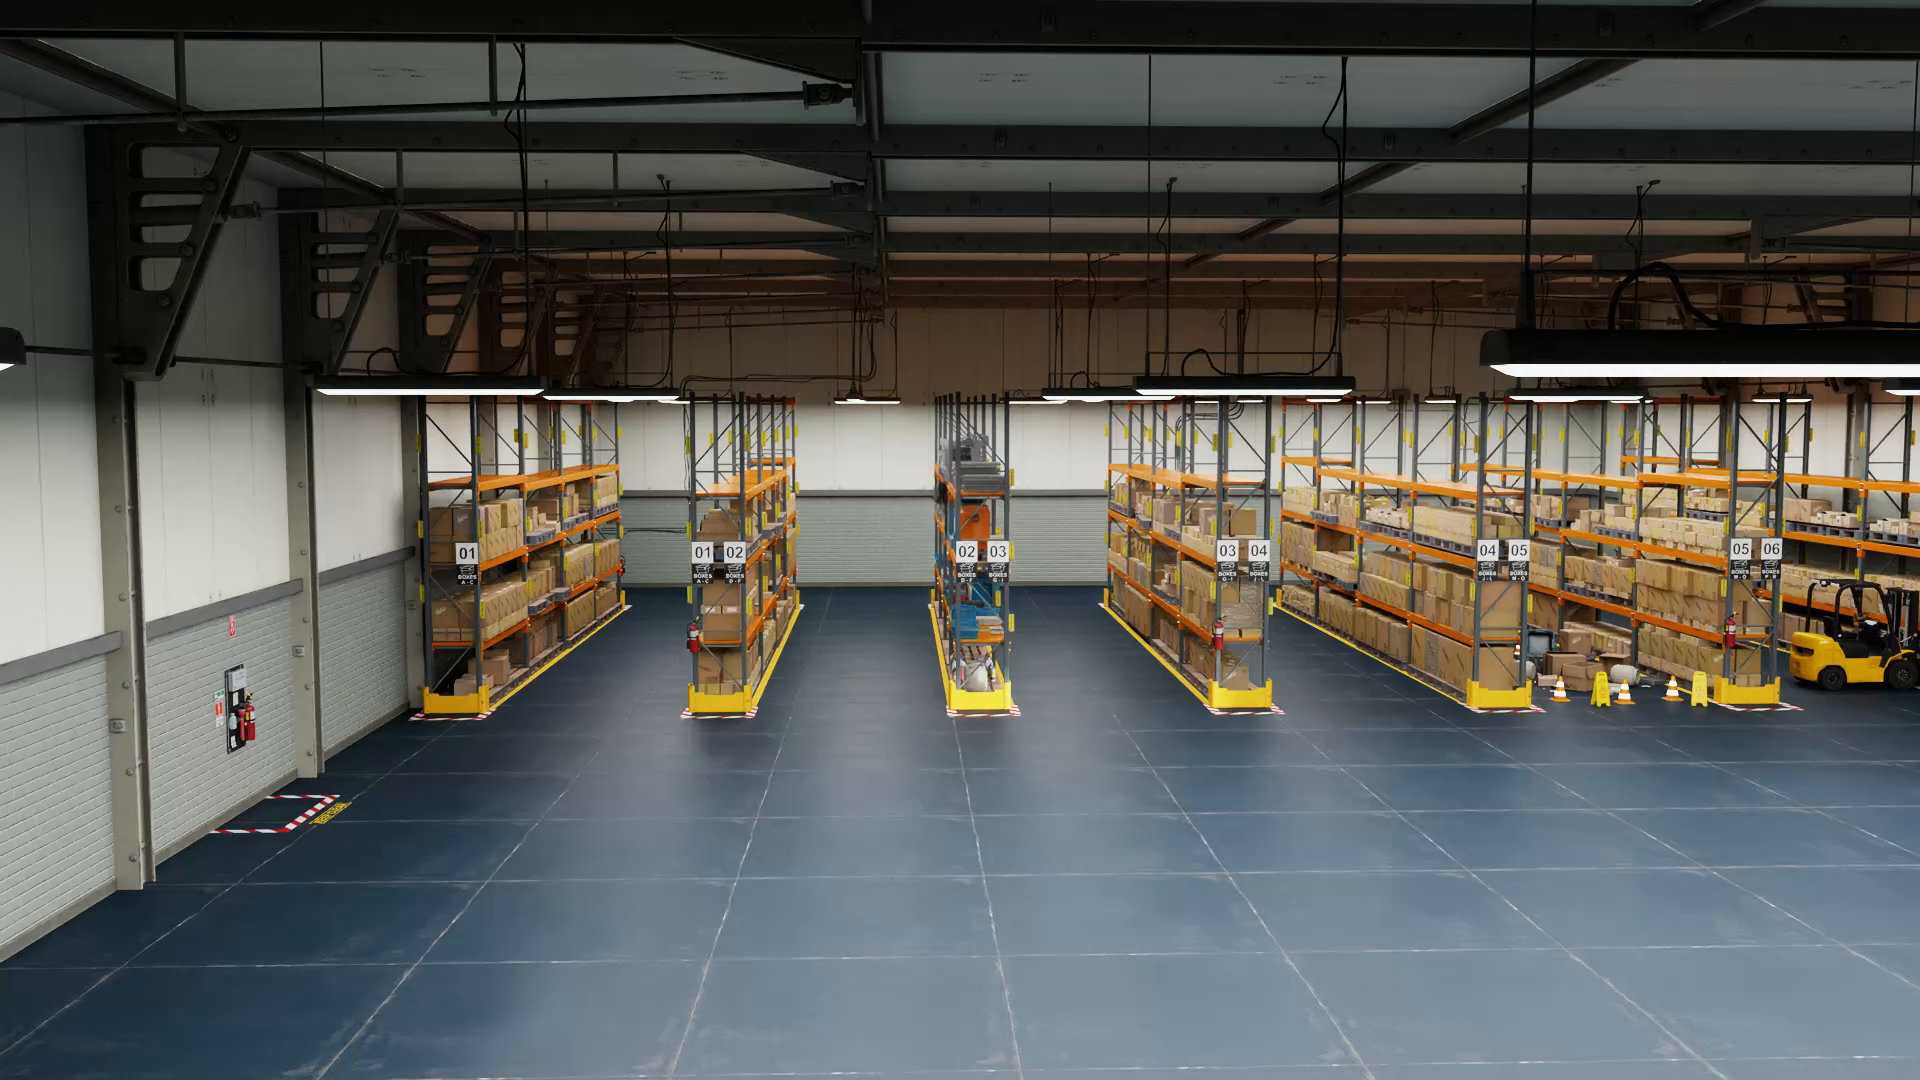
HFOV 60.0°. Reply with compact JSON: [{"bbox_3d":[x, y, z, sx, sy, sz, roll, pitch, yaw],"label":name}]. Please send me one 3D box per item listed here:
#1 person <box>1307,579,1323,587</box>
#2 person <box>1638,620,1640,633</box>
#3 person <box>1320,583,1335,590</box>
[{"bbox_3d":[10.488,1.051,48.694,0.664,1.628,0.532,1,5,9],"label":"person"},{"bbox_3d":[17.142,1.517,41.597,0.675,1.753,0.947,-2,5,-19],"label":"person"},{"bbox_3d":[10.994,0.856,50.092,0.808,1.735,0.594,-4,6,-38],"label":"person"}]
